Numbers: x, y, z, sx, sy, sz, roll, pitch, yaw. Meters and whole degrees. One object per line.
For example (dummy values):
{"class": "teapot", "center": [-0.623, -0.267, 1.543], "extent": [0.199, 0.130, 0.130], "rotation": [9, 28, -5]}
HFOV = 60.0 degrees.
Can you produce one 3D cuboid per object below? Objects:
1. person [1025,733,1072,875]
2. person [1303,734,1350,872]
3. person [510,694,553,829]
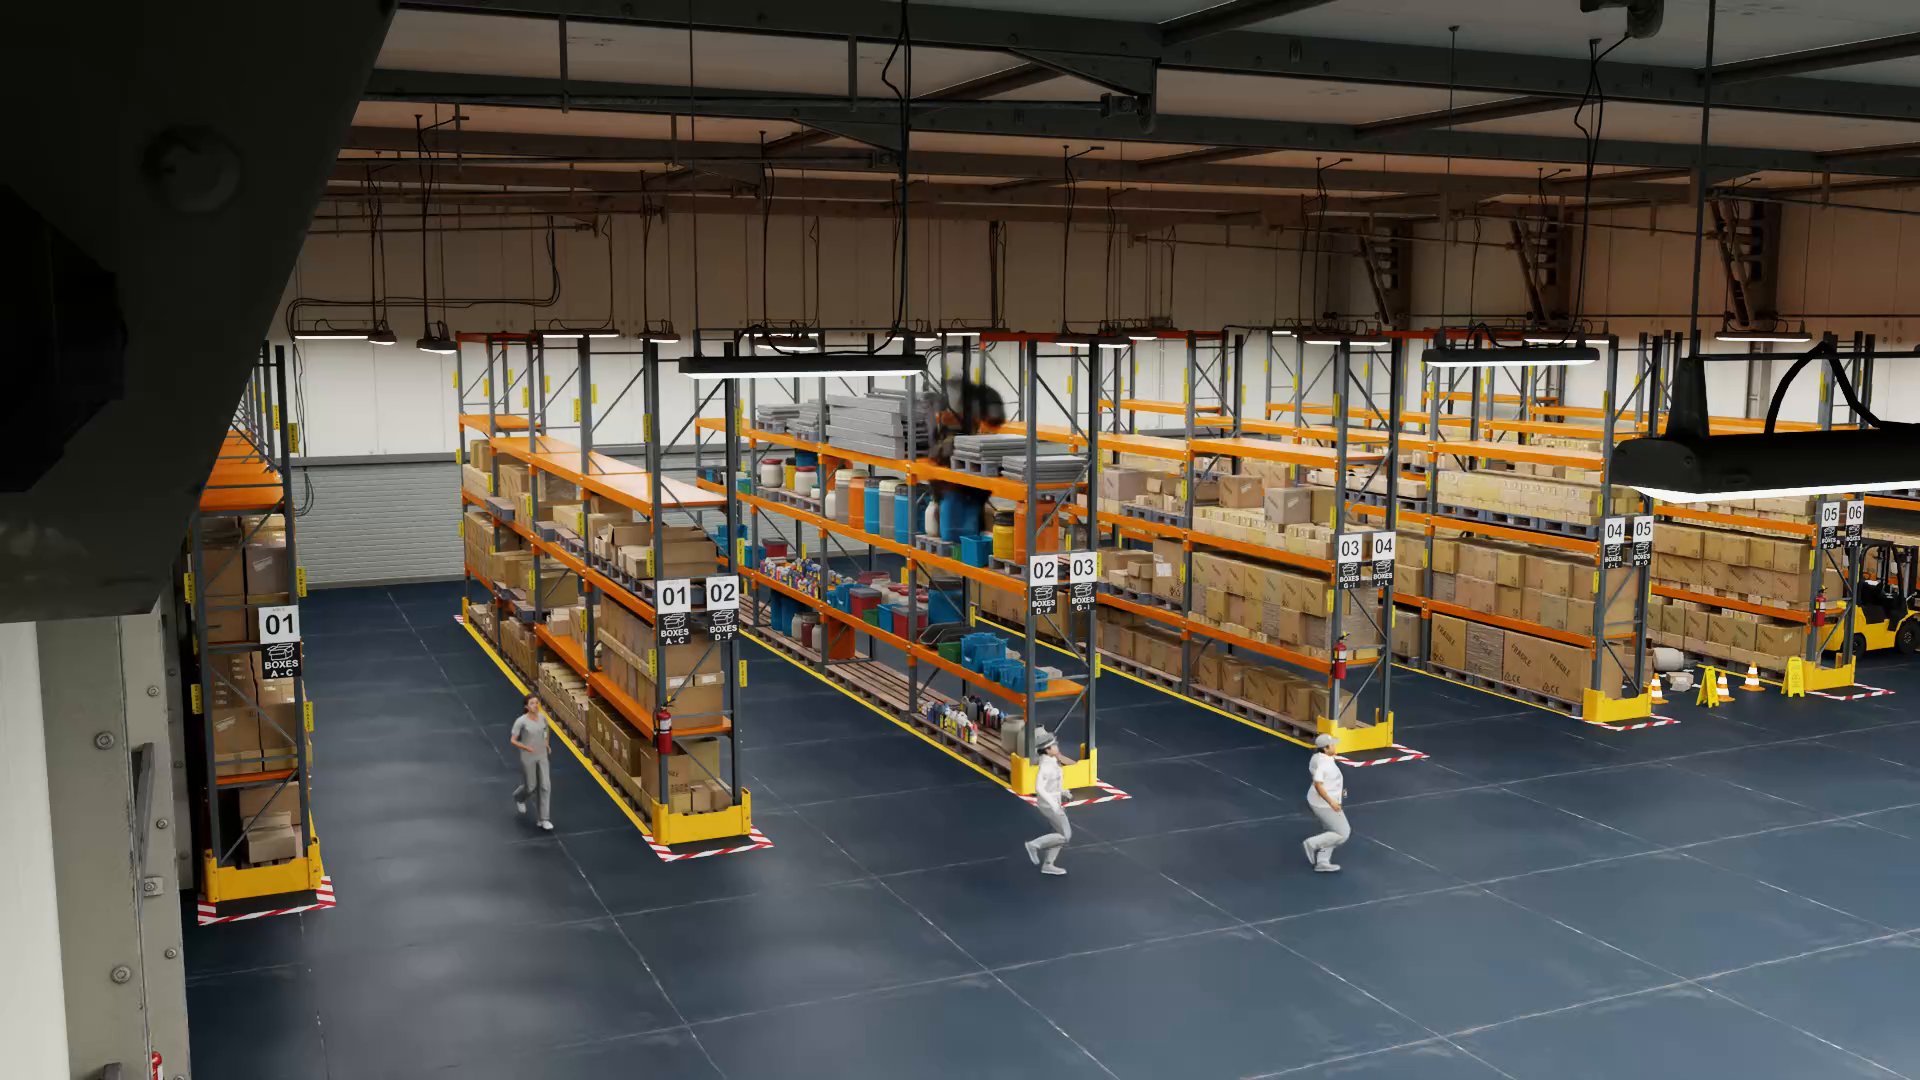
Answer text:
{"class": "person", "center": [1.010, 2.993, 18.878], "extent": [0.544, 1.642, 0.631], "rotation": [0, 8, 2]}
{"class": "person", "center": [4.158, 2.997, 18.946], "extent": [0.542, 1.612, 0.621], "rotation": [0, 8, -1]}
{"class": "person", "center": [-5.306, 2.716, 20.681], "extent": [0.578, 1.643, 0.880], "rotation": [-7, 10, -40]}
